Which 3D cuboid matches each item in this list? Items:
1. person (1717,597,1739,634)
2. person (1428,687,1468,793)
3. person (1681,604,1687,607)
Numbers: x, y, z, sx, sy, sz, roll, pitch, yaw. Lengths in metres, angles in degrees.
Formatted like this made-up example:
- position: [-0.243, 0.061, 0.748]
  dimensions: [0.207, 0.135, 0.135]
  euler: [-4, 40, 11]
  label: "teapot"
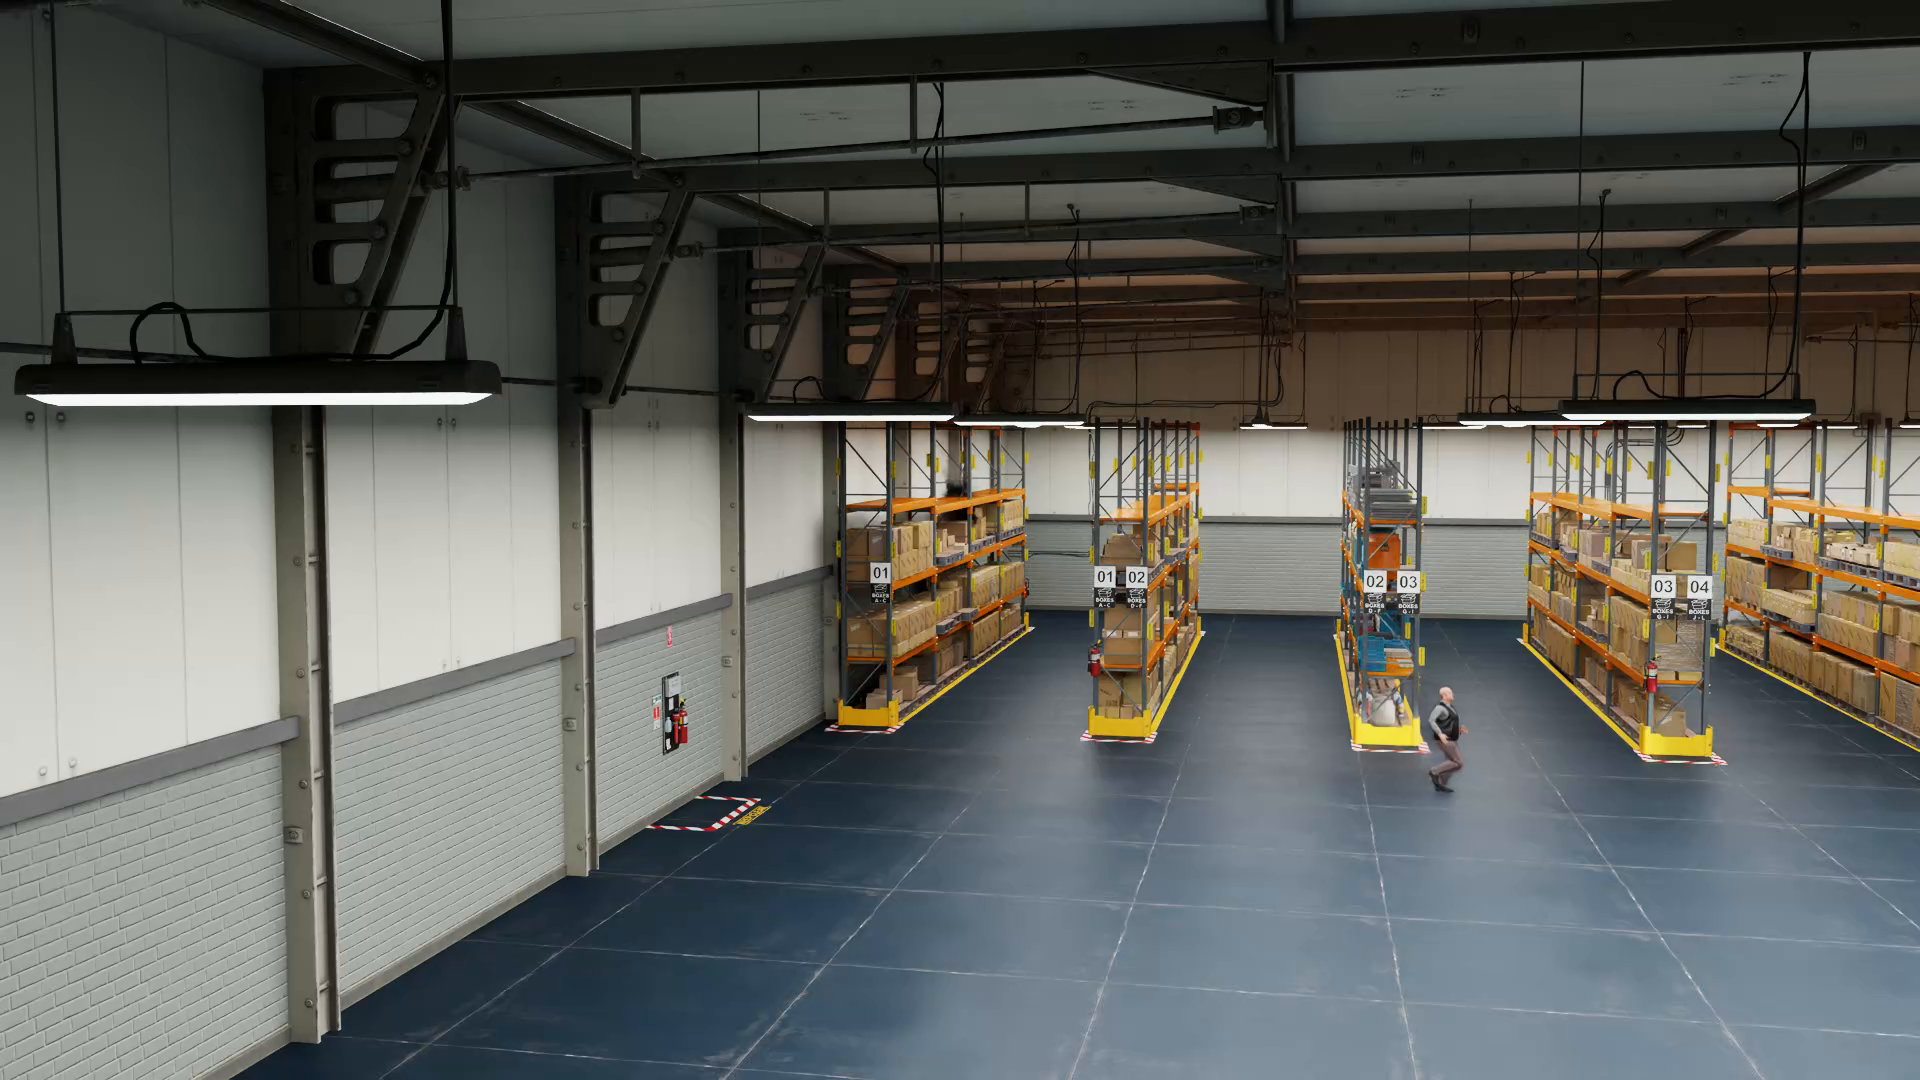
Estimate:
- position: [20.992, 1.956, 45.428]
  dimensions: [0.518, 1.716, 0.985]
  euler: [2, 4, 28]
  label: "person"
- position: [7.749, 3.174, 26.351]
  dimensions: [0.569, 1.676, 0.652]
  euler: [2, 4, 32]
  label: "person"
- position: [18.704, 2.084, 42.803]
  dimensions: [0.720, 1.718, 0.627]
  euler: [1, 4, 13]
  label: "person"
